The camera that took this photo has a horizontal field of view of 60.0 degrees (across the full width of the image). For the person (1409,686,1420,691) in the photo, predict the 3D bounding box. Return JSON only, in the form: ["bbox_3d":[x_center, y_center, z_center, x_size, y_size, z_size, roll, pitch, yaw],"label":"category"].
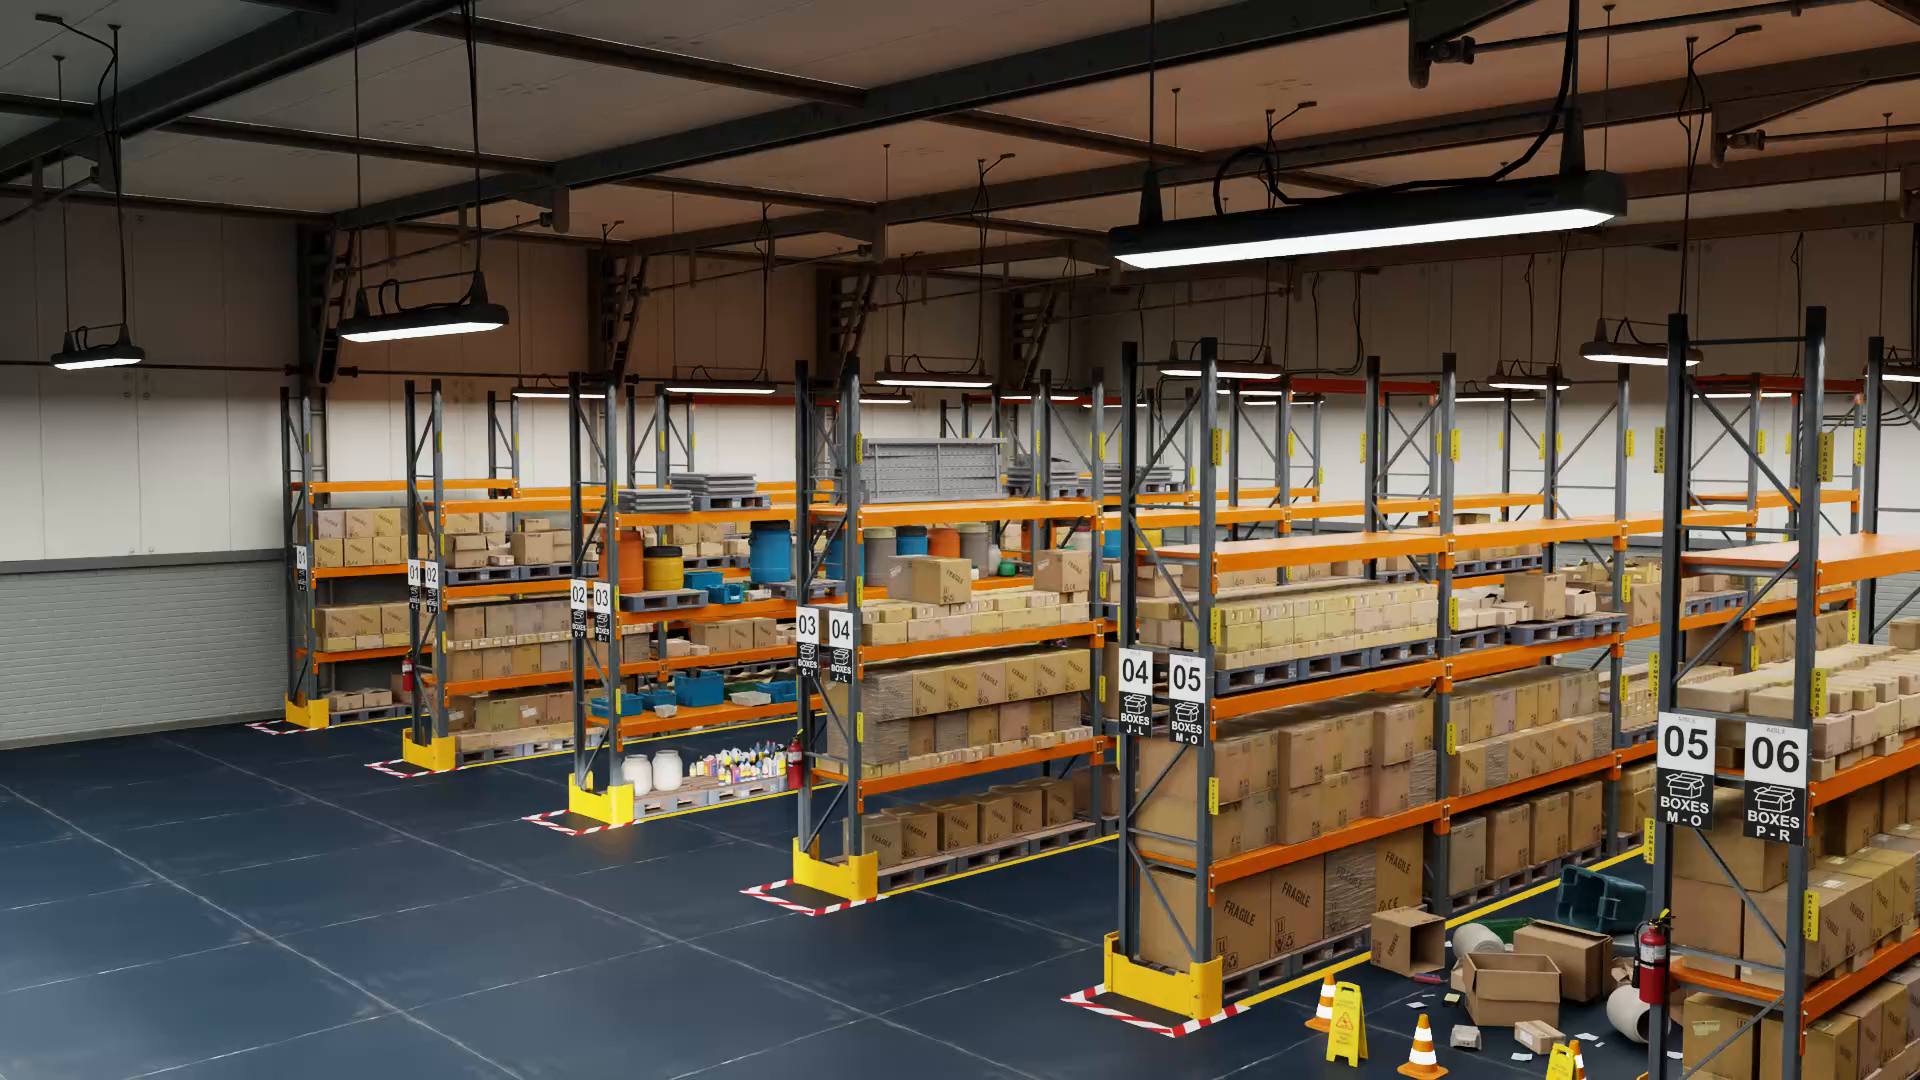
[{"bbox_3d":[6.271,2.852,23.213,0.429,1.656,0.508,2,4,25],"label":"person"}]

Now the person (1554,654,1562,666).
[{"bbox_3d":[11.857,2.152,33.424,0.406,1.801,0.615,-2,4,-27],"label":"person"}]
